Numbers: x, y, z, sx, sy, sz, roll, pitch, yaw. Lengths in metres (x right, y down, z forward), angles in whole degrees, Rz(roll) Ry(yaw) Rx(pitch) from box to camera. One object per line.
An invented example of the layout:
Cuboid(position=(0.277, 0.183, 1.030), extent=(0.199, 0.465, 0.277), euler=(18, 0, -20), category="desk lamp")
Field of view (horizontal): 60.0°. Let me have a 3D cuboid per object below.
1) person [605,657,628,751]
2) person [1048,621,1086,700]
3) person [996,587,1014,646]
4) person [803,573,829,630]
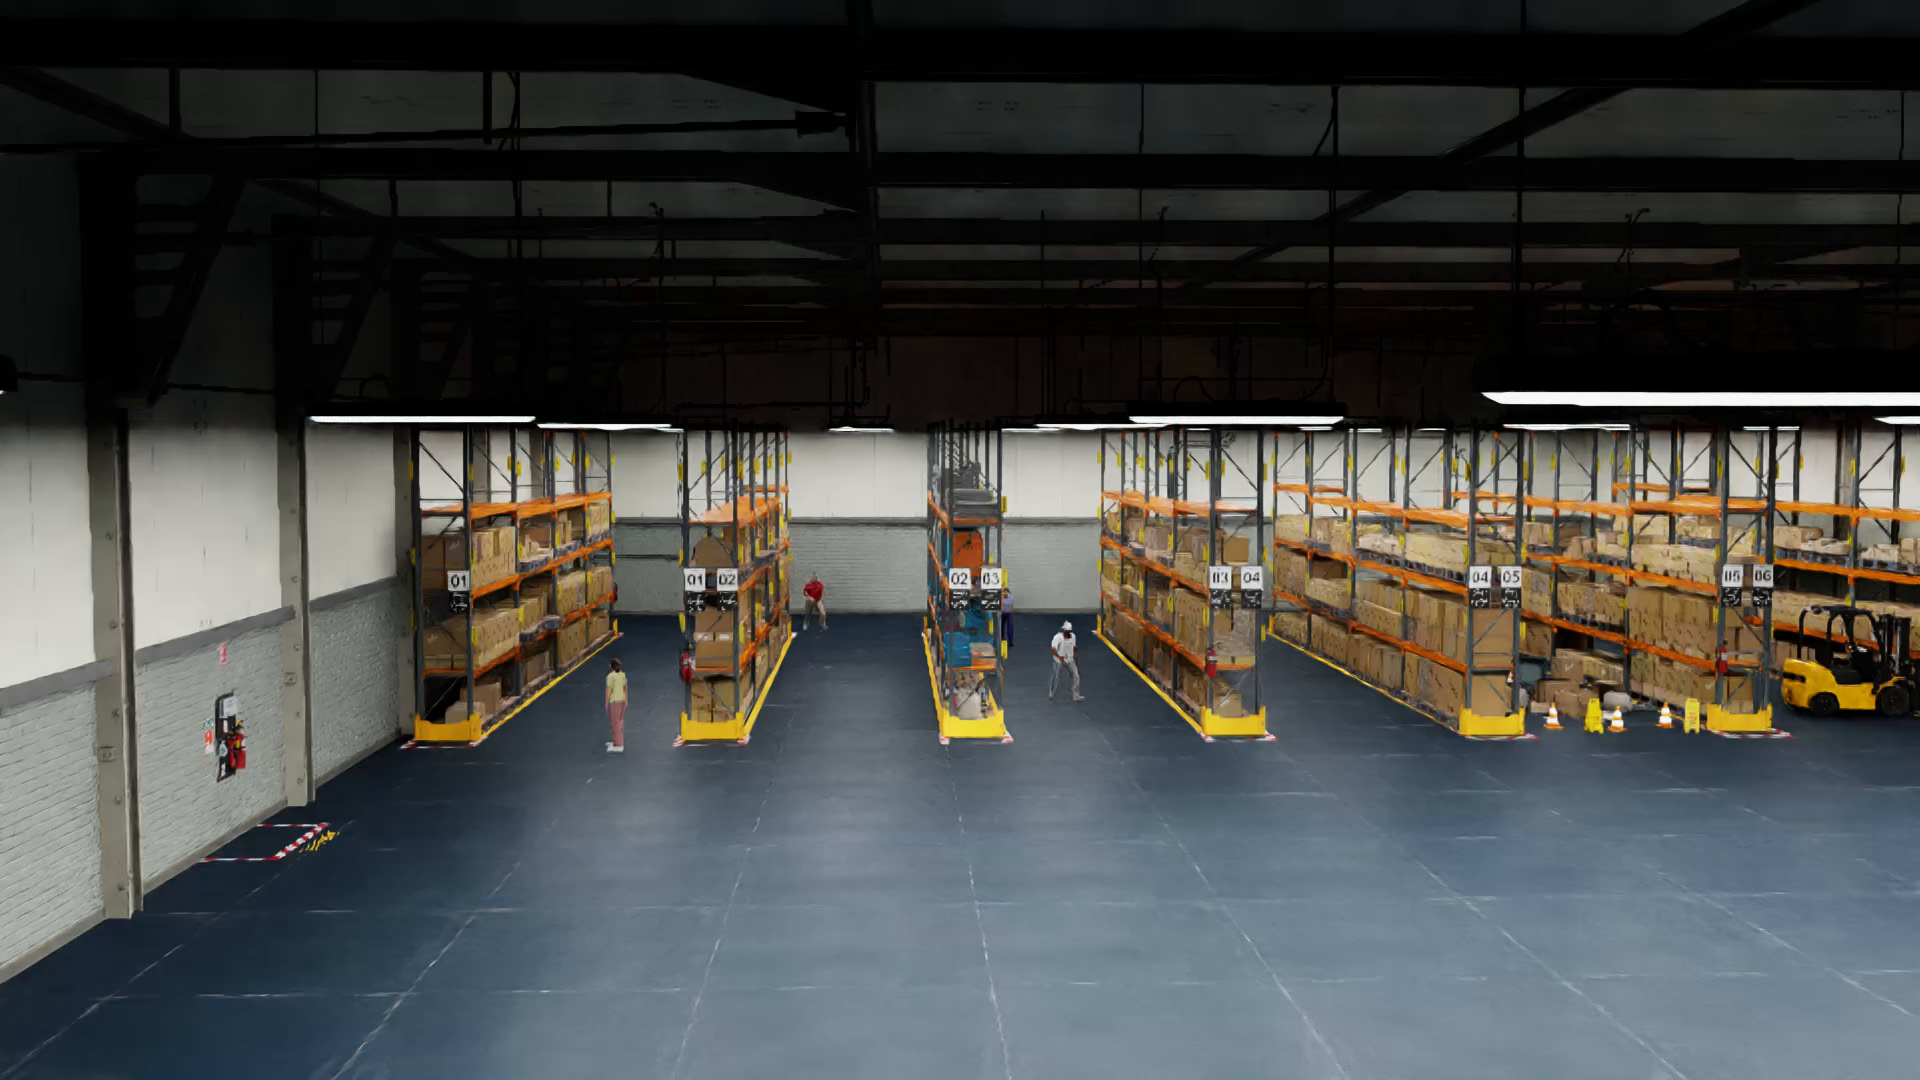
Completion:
Cuboid(position=(-6.257, 2.943, 30.111), extent=(0.569, 1.668, 0.560), euler=(2, 4, 30), category="person")
Cuboid(position=(2.244, 2.579, 35.740), extent=(0.710, 1.703, 0.836), euler=(-1, 4, -19), category="person")
Cuboid(position=(1.216, 2.051, 44.947), extent=(0.479, 1.564, 1.090), euler=(0, 4, 0), category="person")
Cuboid(position=(-4.245, 1.778, 48.517), extent=(0.691, 1.658, 0.860), euler=(-1, 4, -20), category="person")
